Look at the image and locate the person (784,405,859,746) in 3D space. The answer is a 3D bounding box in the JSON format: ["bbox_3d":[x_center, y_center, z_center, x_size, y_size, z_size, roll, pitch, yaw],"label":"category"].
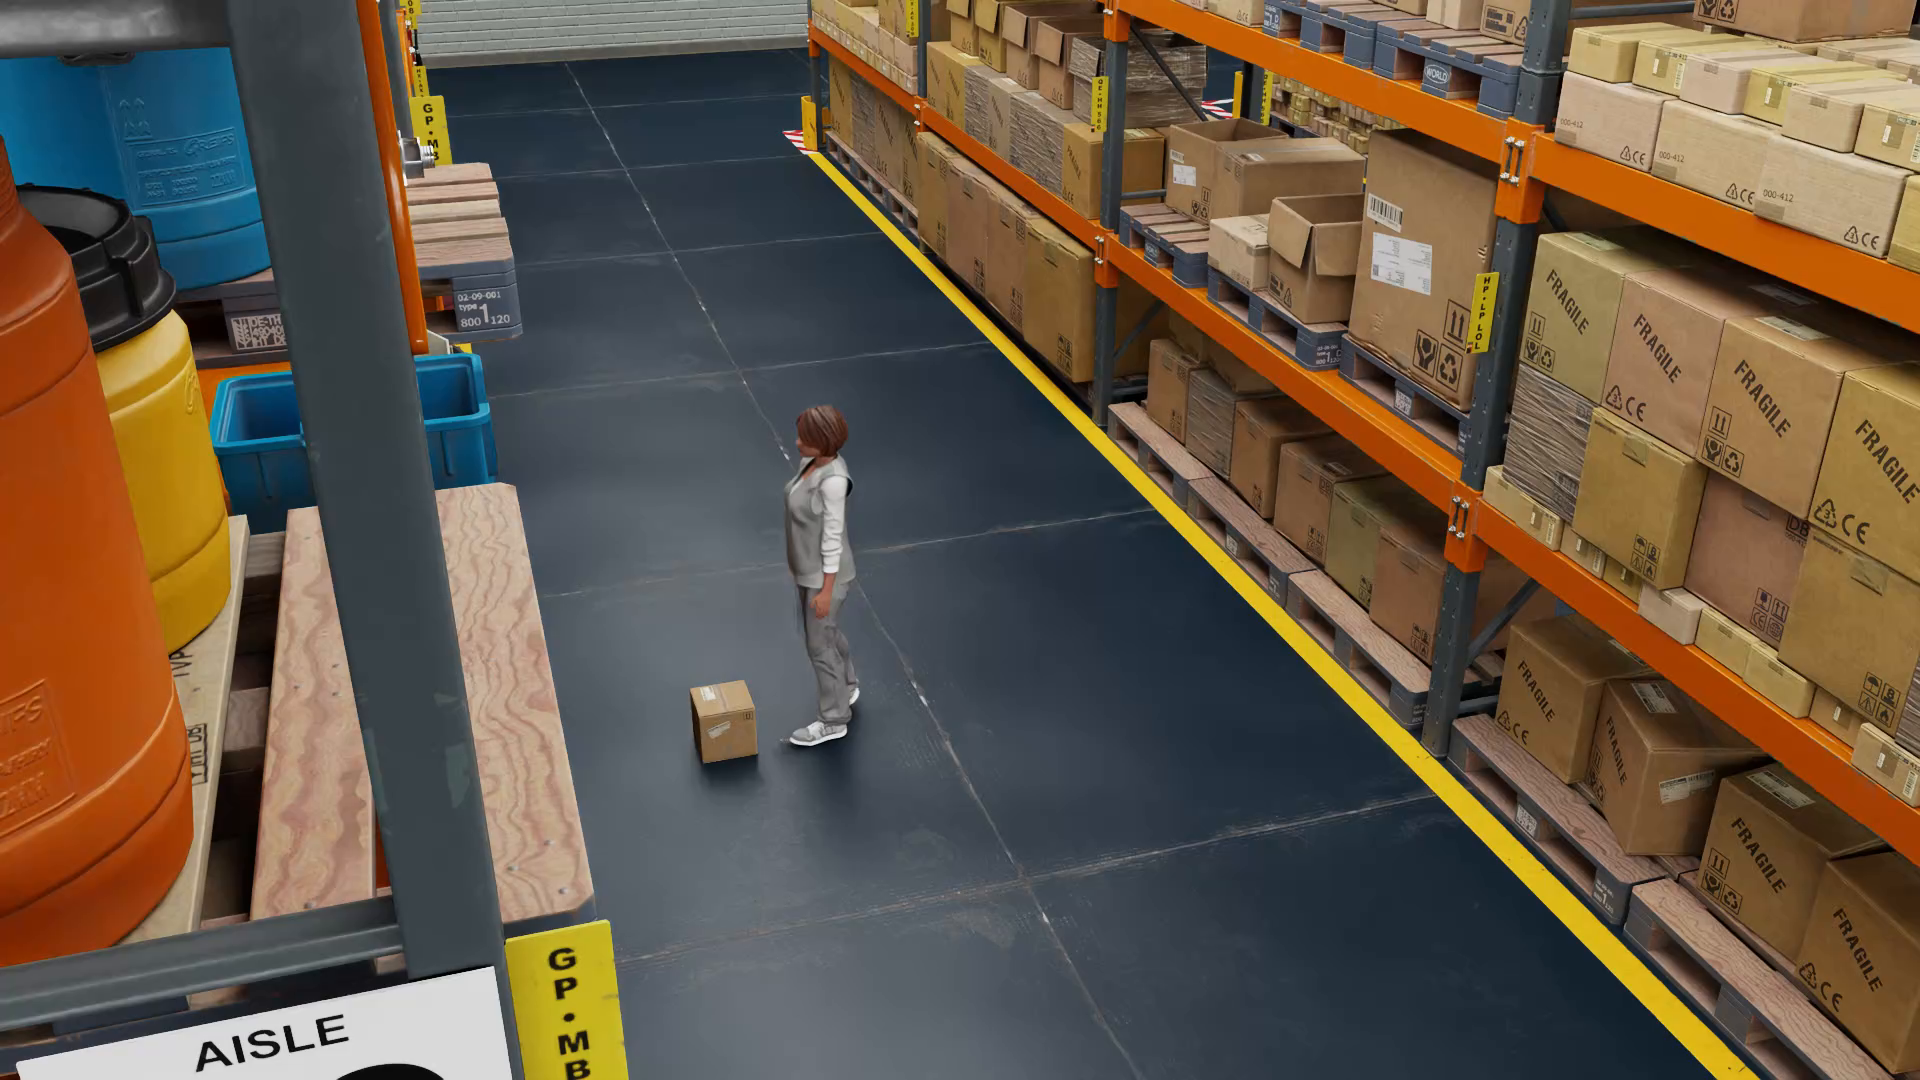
[{"bbox_3d":[-0.612,0.179,7.329,0.387,1.655,0.430,-8,28,-15],"label":"person"}]
